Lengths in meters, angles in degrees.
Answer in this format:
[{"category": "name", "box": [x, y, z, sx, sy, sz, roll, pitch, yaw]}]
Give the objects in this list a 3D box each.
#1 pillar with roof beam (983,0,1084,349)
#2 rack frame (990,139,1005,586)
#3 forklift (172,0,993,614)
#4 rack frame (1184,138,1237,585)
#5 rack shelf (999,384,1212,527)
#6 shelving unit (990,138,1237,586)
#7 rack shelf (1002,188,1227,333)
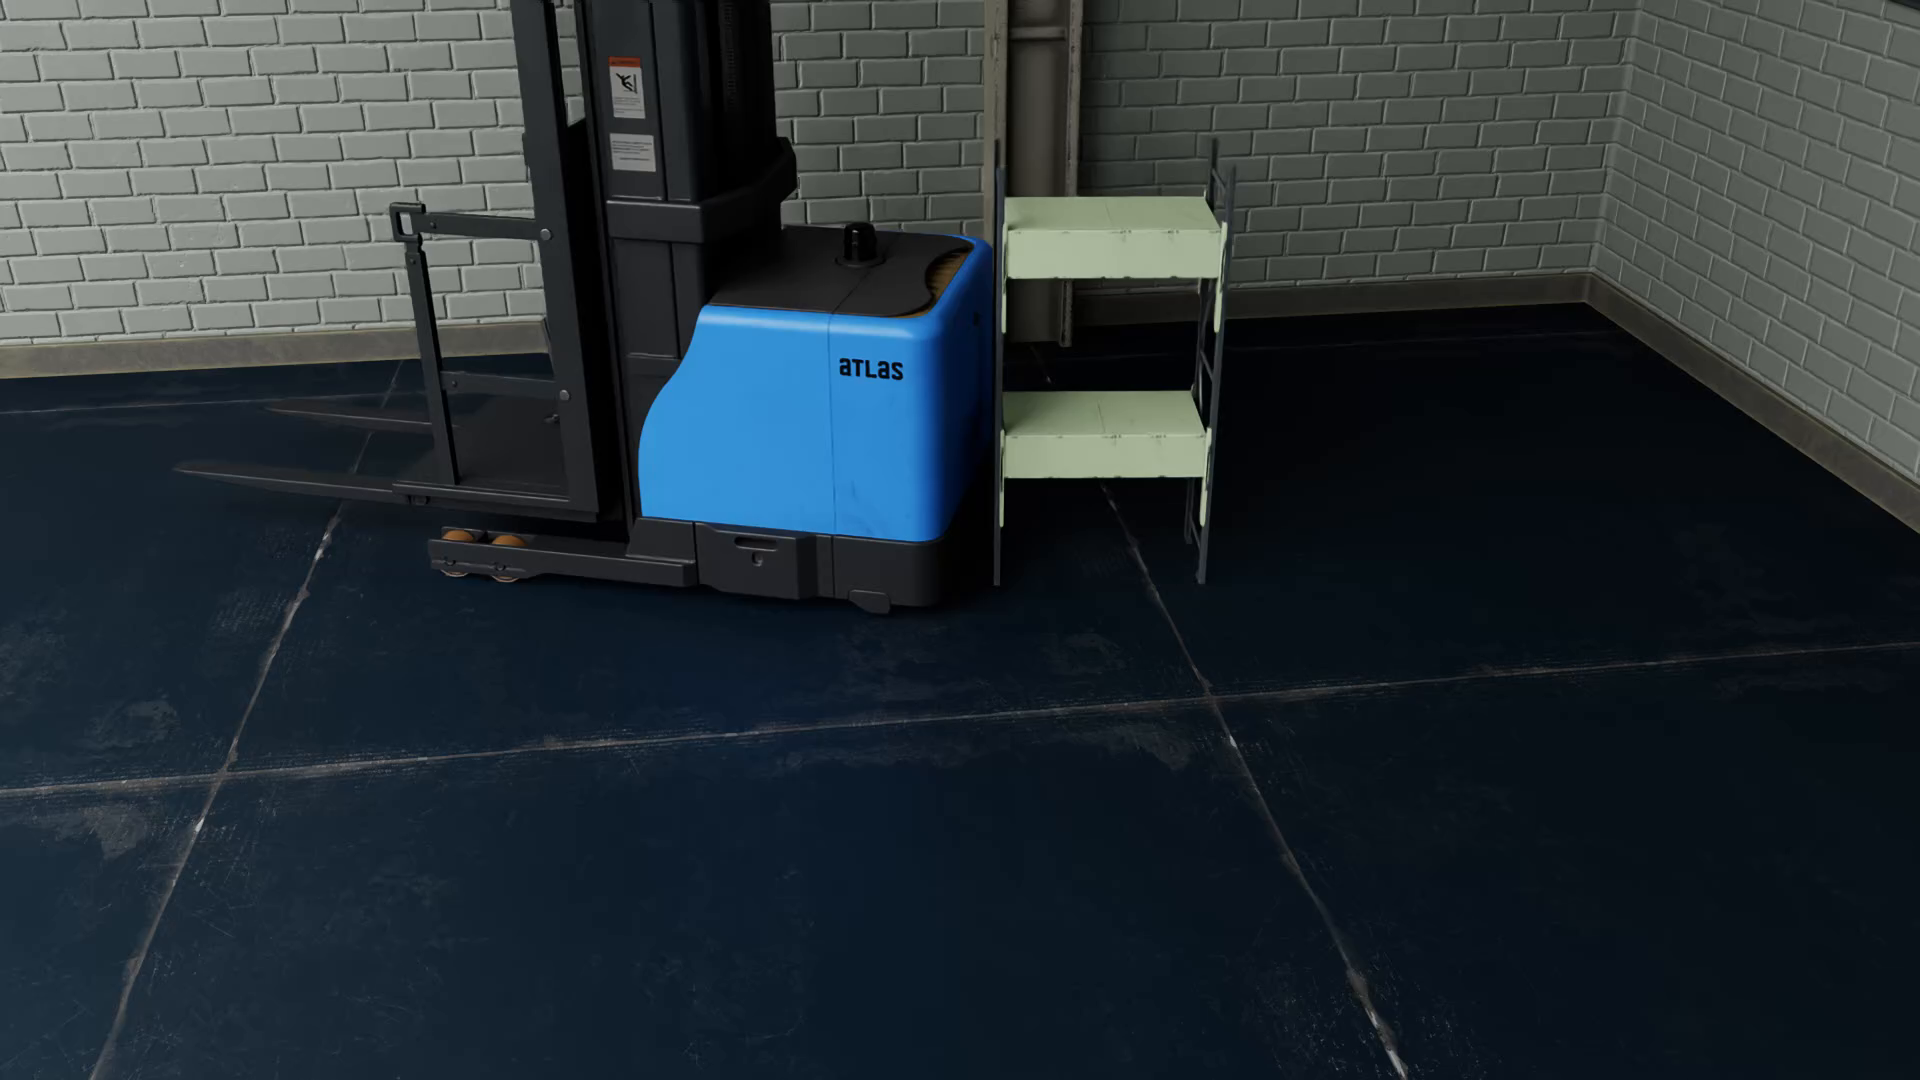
[{"category": "pillar with roof beam", "box": [0.931, -3.056, 2.349, 0.400, 9.000, 9.100, -4, 27, -7]}, {"category": "rack frame", "box": [0.129, -0.593, 5.763, 0.023, 1.500, 0.400, 0, 27, -1]}, {"category": "forklift", "box": [-1.432, -1.380, 5.730, 3.031, 2.935, 1.130, 5, 28, 11]}, {"category": "rack frame", "box": [0.861, -0.598, 5.773, 0.023, 1.500, 0.400, 0, 27, -1]}, {"category": "rack shelf", "box": [0.495, -0.305, 5.917, 0.720, 0.370, 0.431, 0, 27, -1]}, {"category": "shelving unit", "box": [0.495, -0.596, 5.768, 0.755, 1.500, 0.431, 0, 27, -1]}, {"category": "rack shelf", "box": [0.495, -0.943, 5.590, 0.720, 0.370, 0.431, 0, 27, -1]}]
